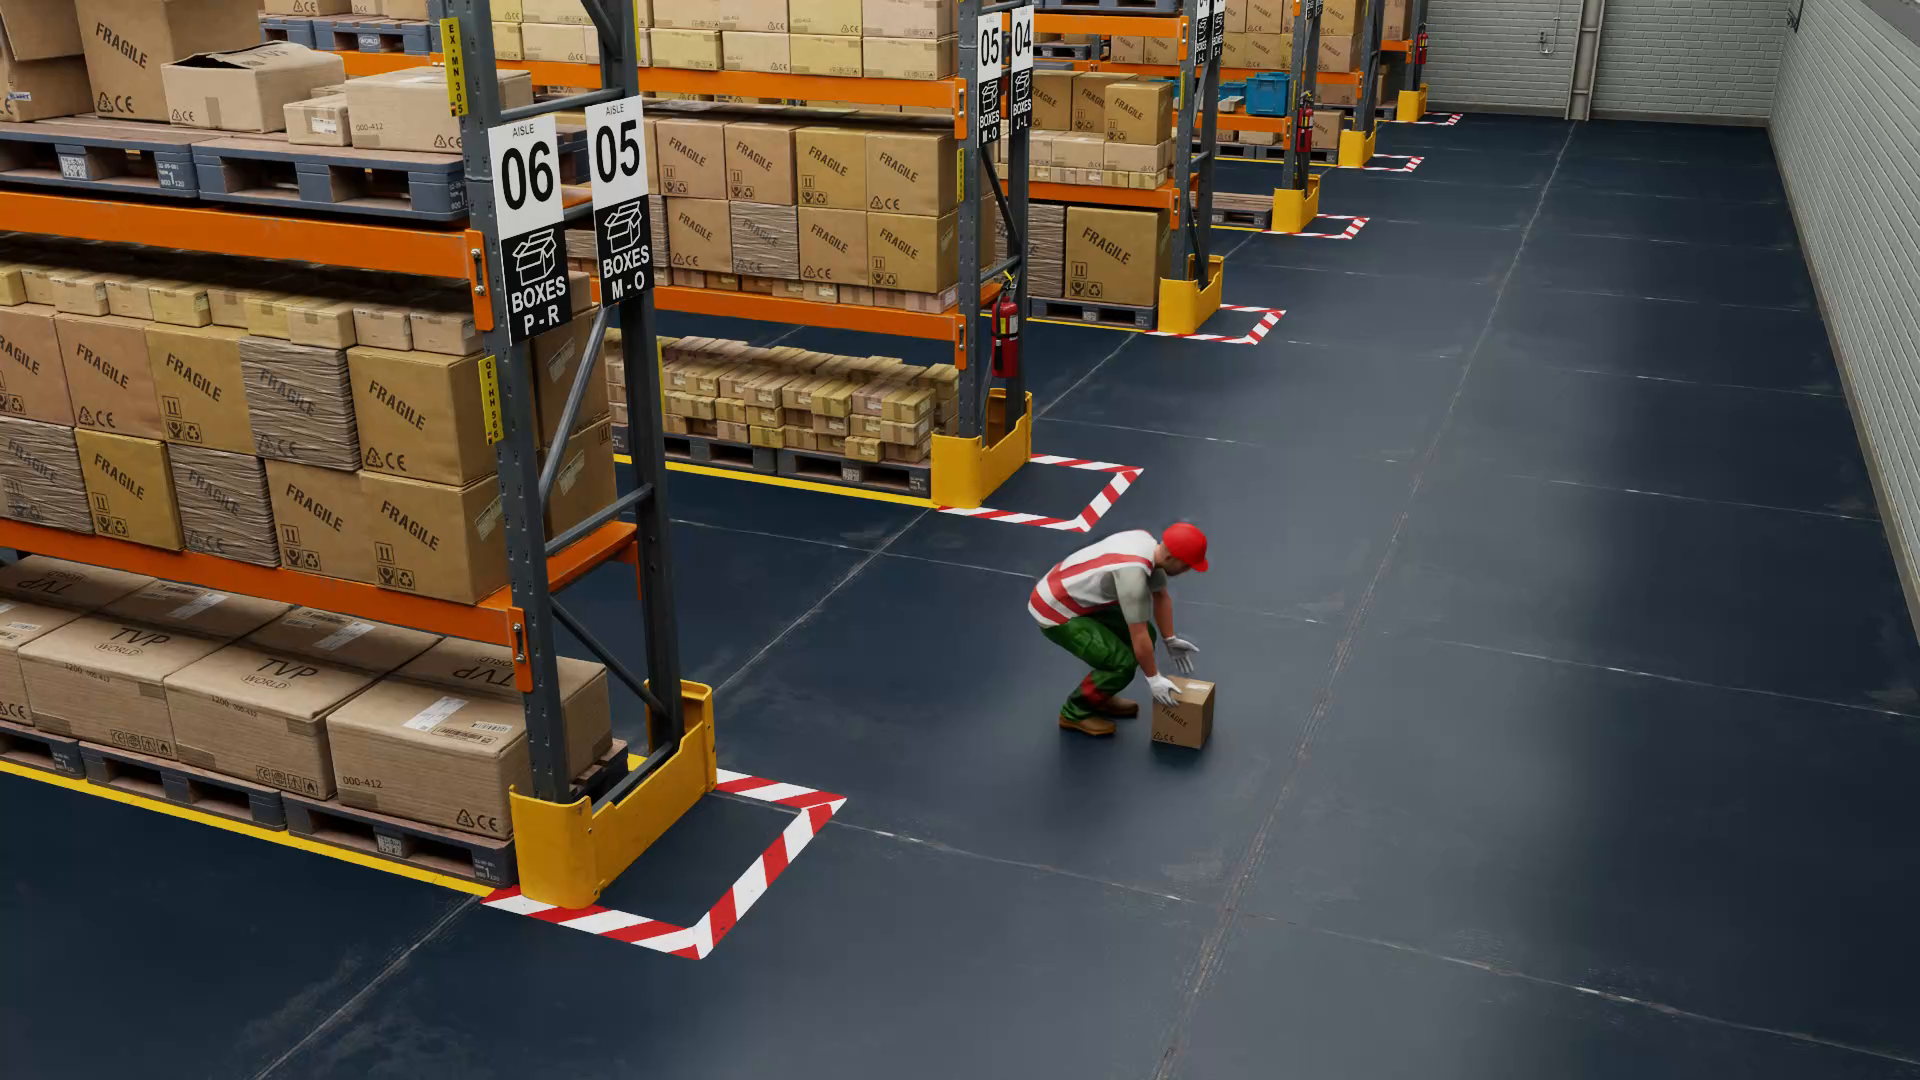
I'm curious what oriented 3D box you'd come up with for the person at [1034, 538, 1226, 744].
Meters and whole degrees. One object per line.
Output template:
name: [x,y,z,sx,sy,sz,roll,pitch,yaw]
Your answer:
person: [0.838,0.496,8.280,0.948,0.956,0.502,7,23,18]
